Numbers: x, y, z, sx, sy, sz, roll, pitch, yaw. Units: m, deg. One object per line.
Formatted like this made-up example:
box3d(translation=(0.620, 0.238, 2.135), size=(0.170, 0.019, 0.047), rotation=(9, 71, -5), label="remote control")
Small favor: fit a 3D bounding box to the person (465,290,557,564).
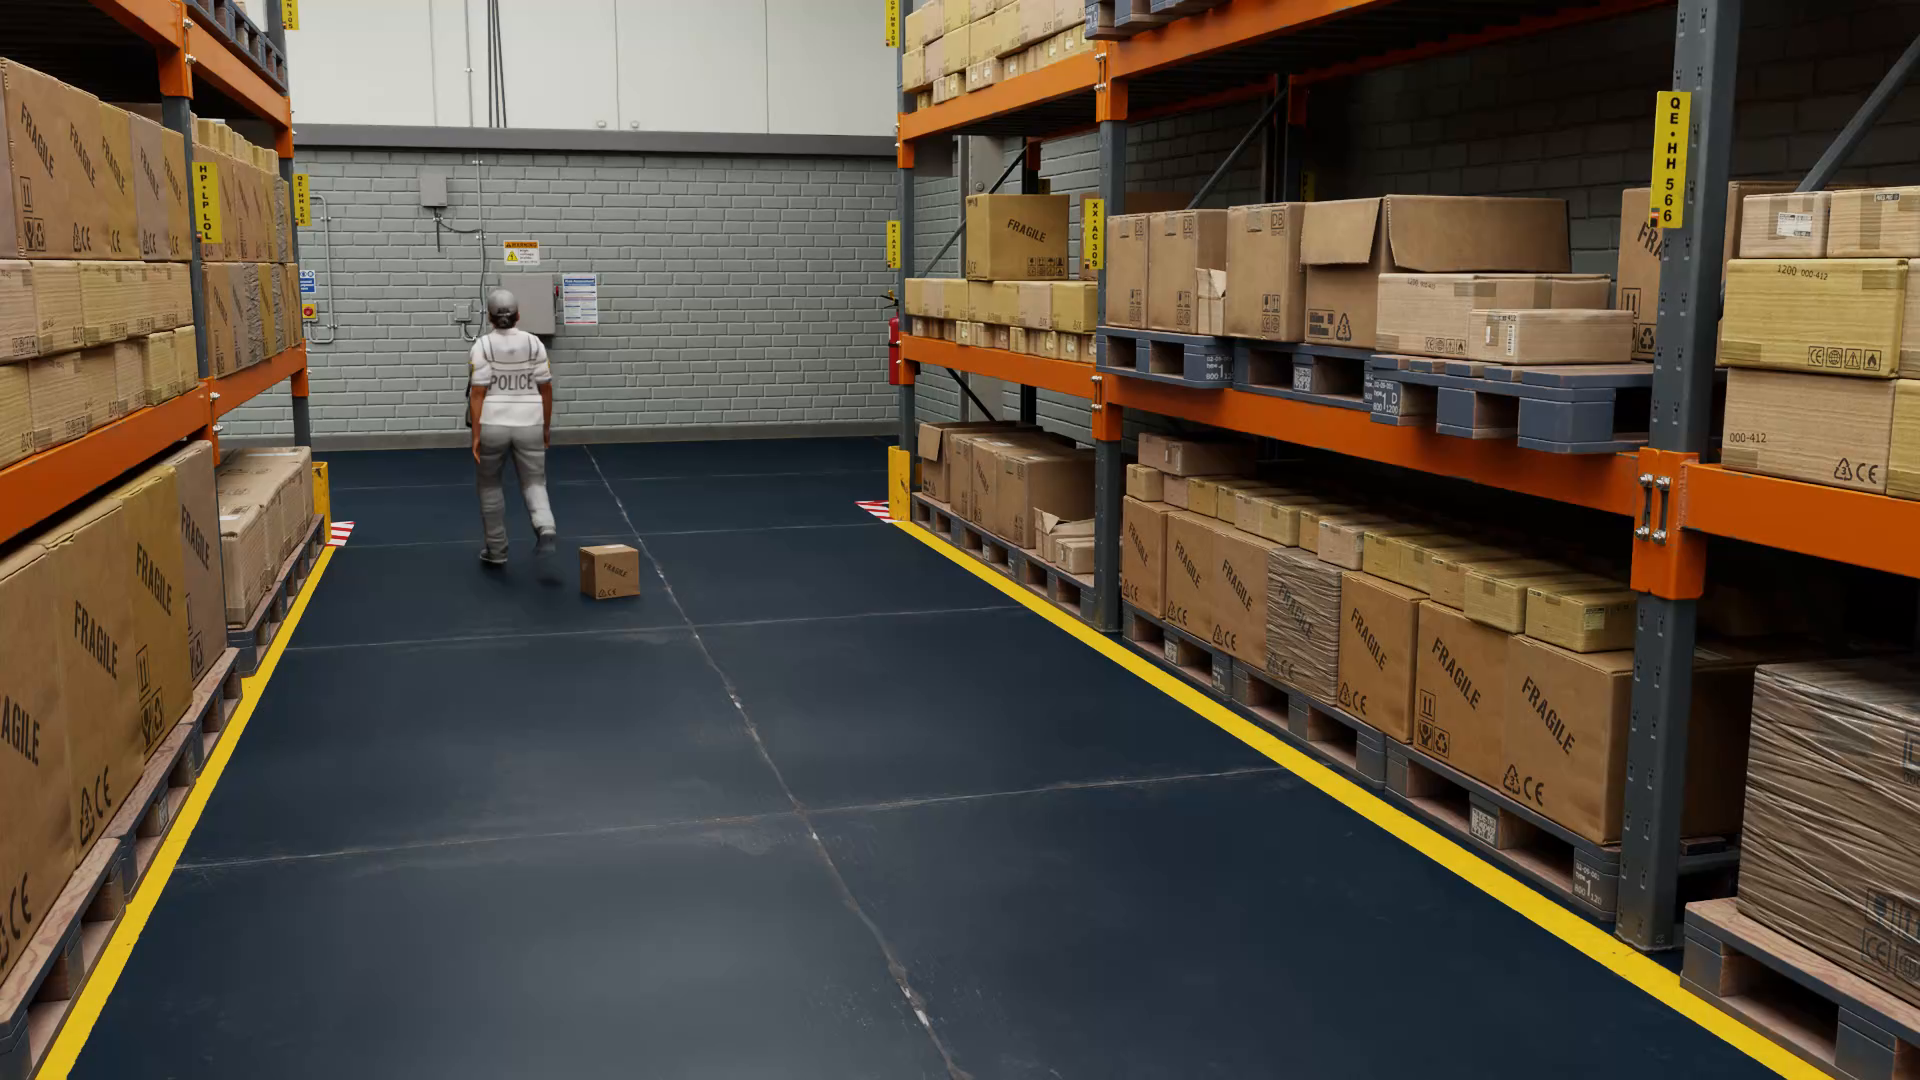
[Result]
box3d(translation=(-2.626, -0.644, 9.733), size=(0.500, 1.627, 0.828), rotation=(-5, 11, -27), label="person")
